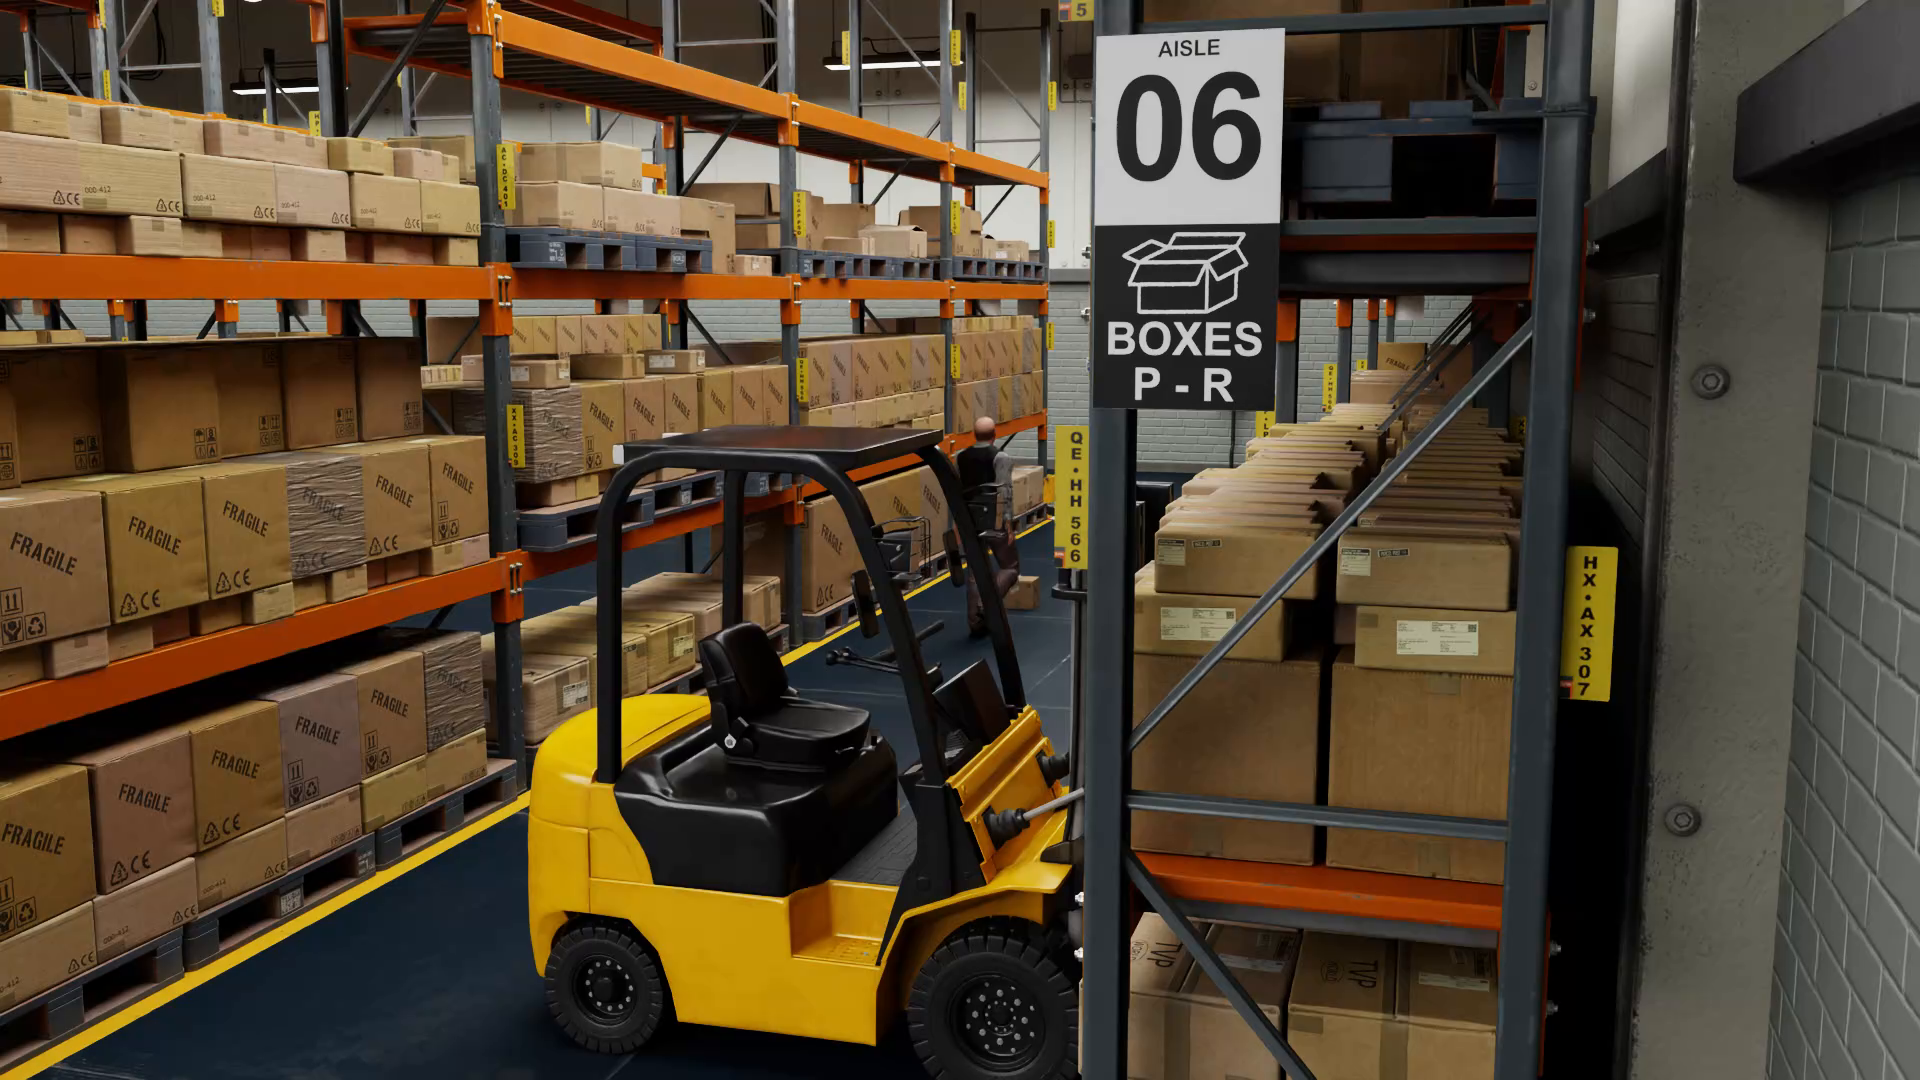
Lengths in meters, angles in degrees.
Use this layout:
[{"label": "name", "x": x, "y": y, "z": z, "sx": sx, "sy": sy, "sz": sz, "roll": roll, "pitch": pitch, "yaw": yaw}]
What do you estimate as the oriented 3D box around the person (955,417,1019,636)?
[{"label": "person", "x": 0.170, "y": -0.099, "z": 13.058, "sx": 0.581, "sy": 1.721, "sz": 0.504, "roll": 5, "pitch": 10, "yaw": 31}]
